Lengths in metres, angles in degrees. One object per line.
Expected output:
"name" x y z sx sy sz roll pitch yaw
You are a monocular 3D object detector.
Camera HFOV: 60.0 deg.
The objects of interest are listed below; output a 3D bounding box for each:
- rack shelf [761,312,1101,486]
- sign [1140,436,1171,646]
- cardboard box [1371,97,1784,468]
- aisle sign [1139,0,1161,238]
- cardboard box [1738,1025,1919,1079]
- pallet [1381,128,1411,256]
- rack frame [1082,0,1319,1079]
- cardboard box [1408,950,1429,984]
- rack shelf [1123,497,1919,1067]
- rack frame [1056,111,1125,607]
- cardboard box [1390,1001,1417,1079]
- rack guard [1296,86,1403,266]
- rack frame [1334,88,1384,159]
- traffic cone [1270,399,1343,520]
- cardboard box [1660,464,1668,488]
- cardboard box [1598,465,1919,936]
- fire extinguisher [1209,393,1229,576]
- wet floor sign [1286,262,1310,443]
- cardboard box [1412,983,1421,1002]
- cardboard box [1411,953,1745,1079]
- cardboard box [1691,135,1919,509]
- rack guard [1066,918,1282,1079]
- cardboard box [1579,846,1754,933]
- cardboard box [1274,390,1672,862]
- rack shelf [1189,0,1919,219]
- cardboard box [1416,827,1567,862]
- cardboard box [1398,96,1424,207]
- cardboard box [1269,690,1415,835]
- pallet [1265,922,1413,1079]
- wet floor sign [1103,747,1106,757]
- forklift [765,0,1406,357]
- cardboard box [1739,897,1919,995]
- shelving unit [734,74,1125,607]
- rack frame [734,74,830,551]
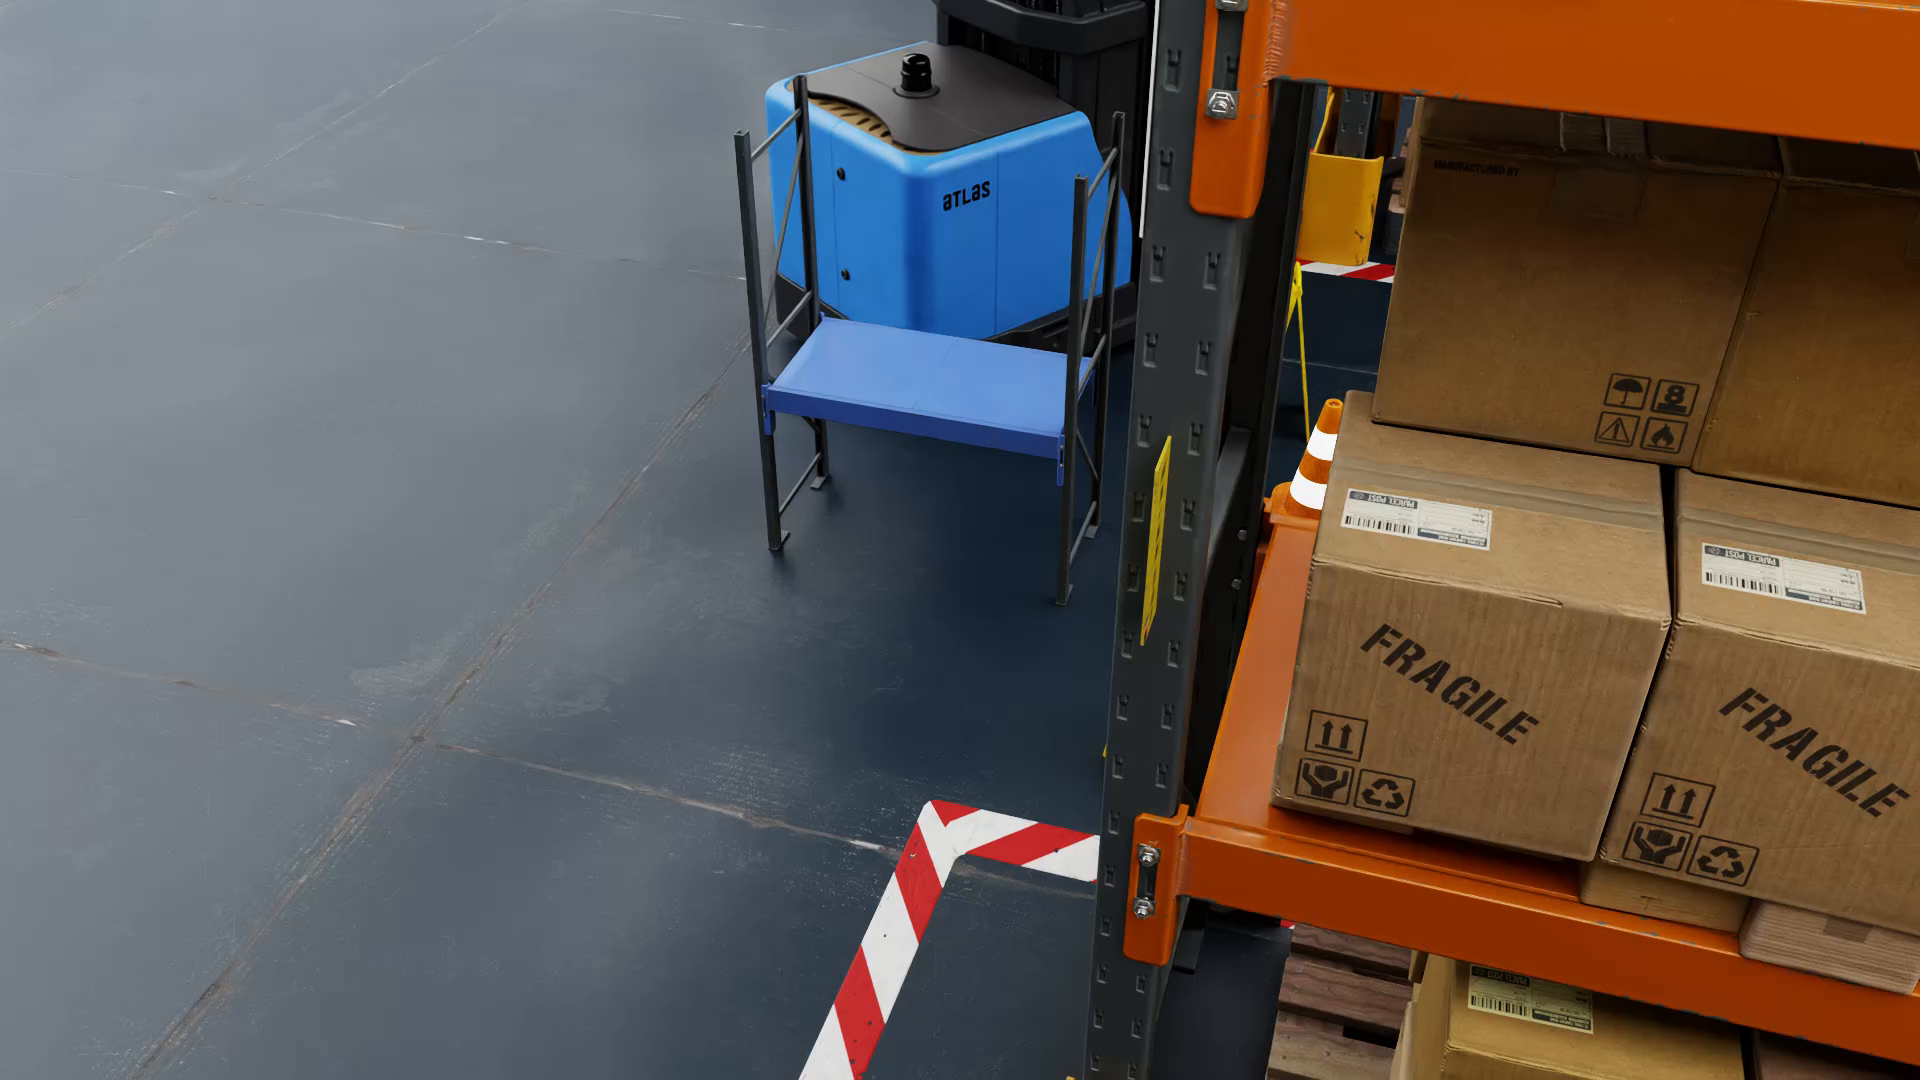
"rack shelf" -0.081 -0.474 5.433 1.000 0.185 0.538 10 38 14
"sign" 0.293 0.004 2.484 0.005 0.325 0.100 10 38 14
"cardboard box" 1.007 -0.550 2.788 0.500 0.500 0.700 10 37 13
"aisle sign" 0.303 -0.837 2.163 0.004 0.787 0.394 10 38 14
"cardboard box" 1.665 1.075 3.092 0.500 0.500 0.500 9 37 12
"pallet" 2.620 -1.553 7.682 1.213 0.211 1.003 10 38 14
"rack frame" 0.454 0.046 3.157 0.127 3.000 1.000 10 38 14
"cardboard box" 1.297 0.676 3.634 0.500 0.500 0.500 11 38 14
"rack shelf" 2.363 0.689 2.890 4.000 0.370 1.077 10 38 14
"rack frame" 0.404 -0.529 5.204 0.032 1.500 0.500 10 38 14
"cardboard box" 1.142 1.283 3.442 0.500 0.250 0.500 10 38 14
"rack guard" 1.811 -1.770 7.734 0.348 0.500 1.175 10 38 14
"rack frame" 1.834 -2.773 6.987 0.127 3.000 1.000 10 38 14
"traffic cone" 1.256 -0.275 5.733 0.334 0.463 0.336 10 38 14
"cardboard box" 1.055 -0.174 3.121 0.500 0.500 0.500 10 37 13
"cardboard box" 1.319 0.216 2.591 0.500 0.500 0.500 12 38 15
"fire extinguisher" 0.483 -0.204 3.562 0.183 0.674 0.296 10 38 14
"wet floor sign" 1.216 -0.710 6.170 0.232 0.644 0.267 4 37 6
"cardboard box" 1.329 0.979 3.855 0.500 0.250 0.500 10 38 14
"cardboard box" 1.165 0.985 3.214 0.500 0.500 0.500 9 37 12
"cardboard box" 1.488 -0.457 2.661 0.500 0.500 0.700 11 38 14
"rack guard" 0.527 1.066 3.880 0.348 0.500 1.175 10 38 14
"cardboard box" 1.191 0.453 2.815 0.250 0.149 0.380 9 37 12
"cardboard box" 0.824 0.126 2.713 0.500 0.500 0.500 10 38 13
"rack shelf" 2.363 -0.519 2.001 4.000 0.370 1.077 10 38 14
"cardboard box" 0.962 0.361 2.942 0.250 0.149 0.380 11 38 15
"cardboard box" 2.501 -2.004 7.380 0.875 0.875 0.875 11 38 14
"cardboard box" 0.717 0.324 2.991 0.250 0.149 0.380 11 38 14
"pallet" 1.292 1.346 3.744 1.213 0.211 1.003 10 38 14
"wet floor sign" 0.592 0.355 4.724 0.232 0.644 0.267 24 43 29
"forklift" 0.715 -2.359 6.483 3.031 2.935 1.130 -25 43 -30
"cardboard box" 1.420 0.524 2.719 0.250 0.149 0.380 11 38 15
"shelving unit" -0.081 -0.619 5.326 1.048 1.500 0.538 10 38 14
"rack frame" -0.567 -0.709 5.448 0.032 1.500 0.500 10 38 14
